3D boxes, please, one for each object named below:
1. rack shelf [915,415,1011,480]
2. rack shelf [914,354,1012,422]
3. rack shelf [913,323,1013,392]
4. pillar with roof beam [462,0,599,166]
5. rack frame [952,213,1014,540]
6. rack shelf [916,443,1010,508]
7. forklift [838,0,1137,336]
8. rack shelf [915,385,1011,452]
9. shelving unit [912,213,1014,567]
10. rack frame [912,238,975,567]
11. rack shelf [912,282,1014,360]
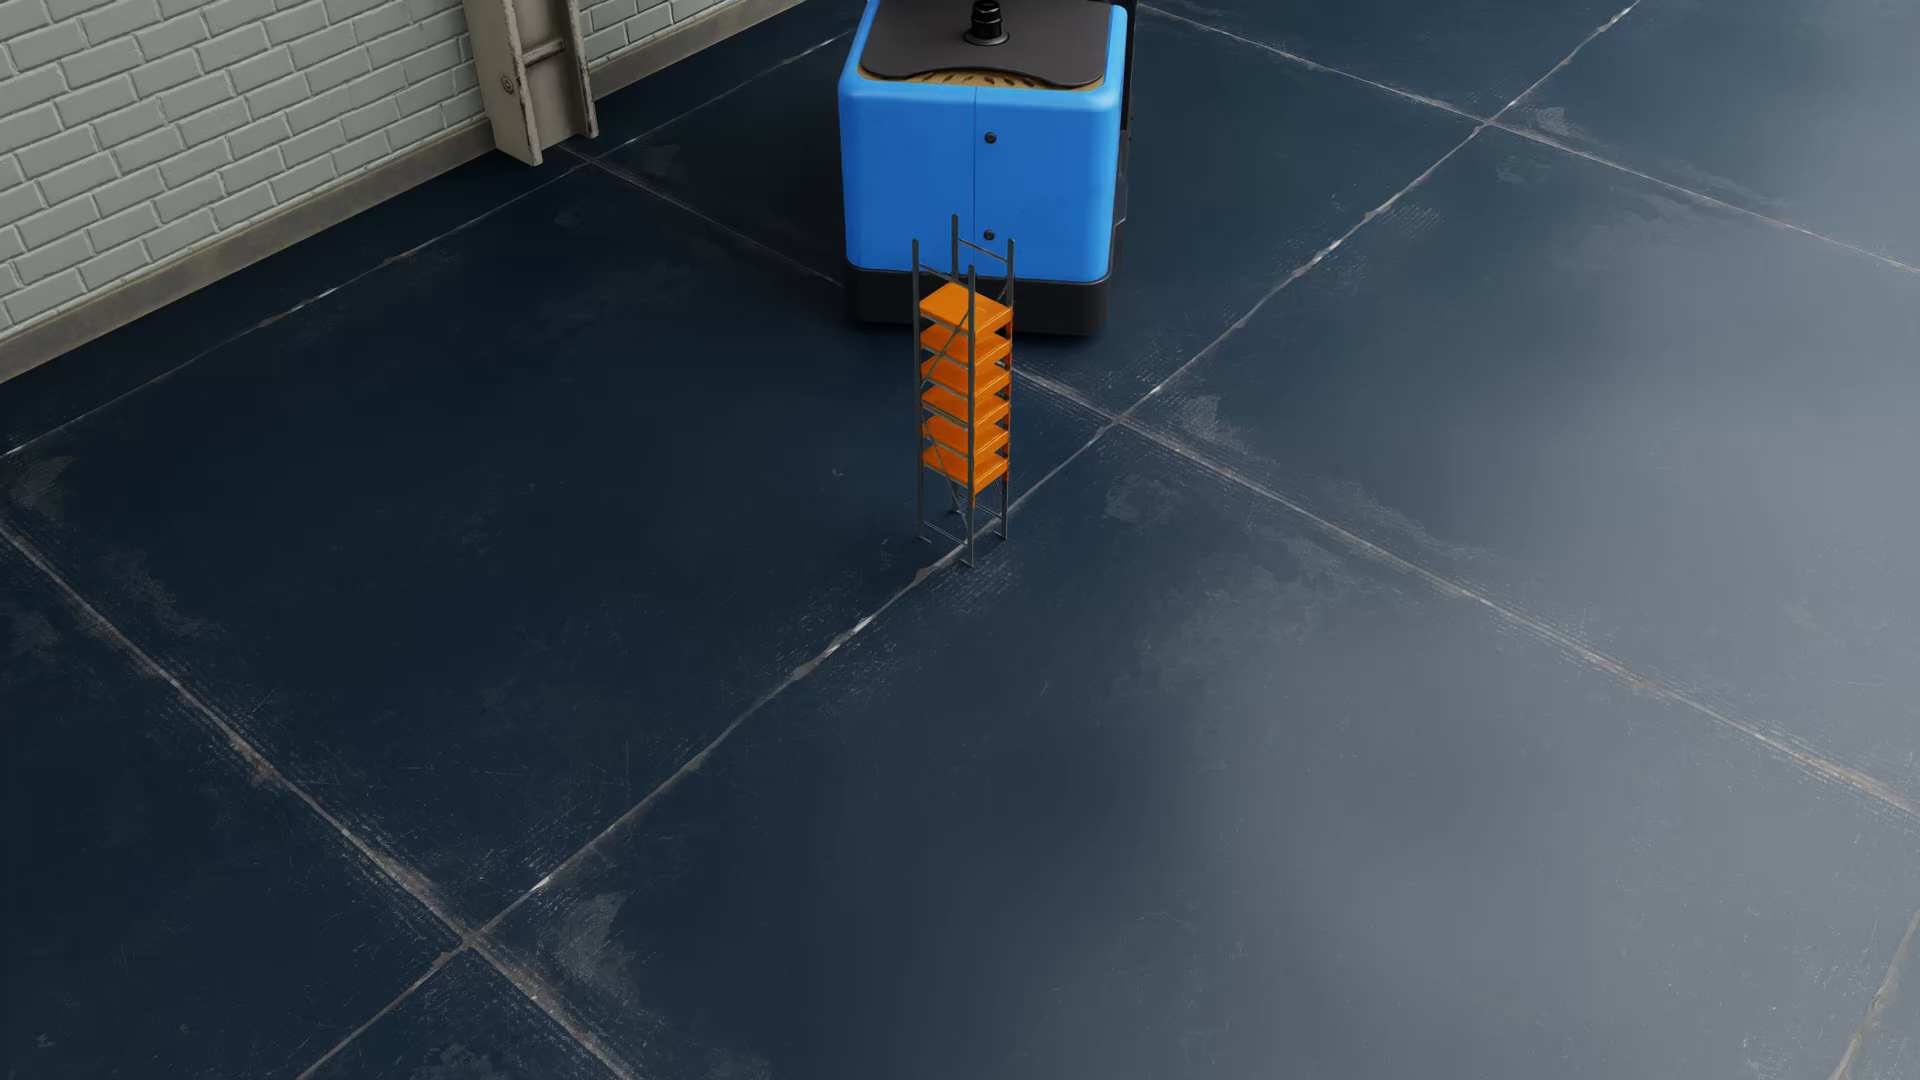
[{"bbox_3d":[0.009,-0.330,5.465,0.258,0.103,0.180,29,50,28],"label":"rack shelf"},{"bbox_3d":[0.009,-0.507,5.304,0.258,0.103,0.180,29,50,28],"label":"rack shelf"},{"bbox_3d":[0.009,-0.596,5.223,0.258,0.103,0.180,29,50,28],"label":"rack shelf"},{"bbox_3d":[1.349,-3.349,2.744,9.100,9.000,0.400,29,50,28],"label":"pillar with roof beam"},{"bbox_3d":[0.068,-0.498,5.406,0.240,1.200,0.006,29,50,28],"label":"rack frame"},{"bbox_3d":[0.009,-0.241,5.546,0.258,0.103,0.180,29,50,28],"label":"rack shelf"},{"bbox_3d":[0.224,-2.876,6.734,1.130,2.935,3.031,4,42,5],"label":"forklift"},{"bbox_3d":[0.009,-0.419,5.384,0.258,0.103,0.180,29,50,28],"label":"rack shelf"},{"bbox_3d":[0.009,-0.451,5.355,0.258,1.200,0.189,29,50,28],"label":"shelving unit"},{"bbox_3d":[-0.050,-0.404,5.303,0.240,1.200,0.006,29,50,28],"label":"rack frame"},{"bbox_3d":[0.009,-0.685,5.142,0.258,0.103,0.180,29,50,28],"label":"rack shelf"}]
